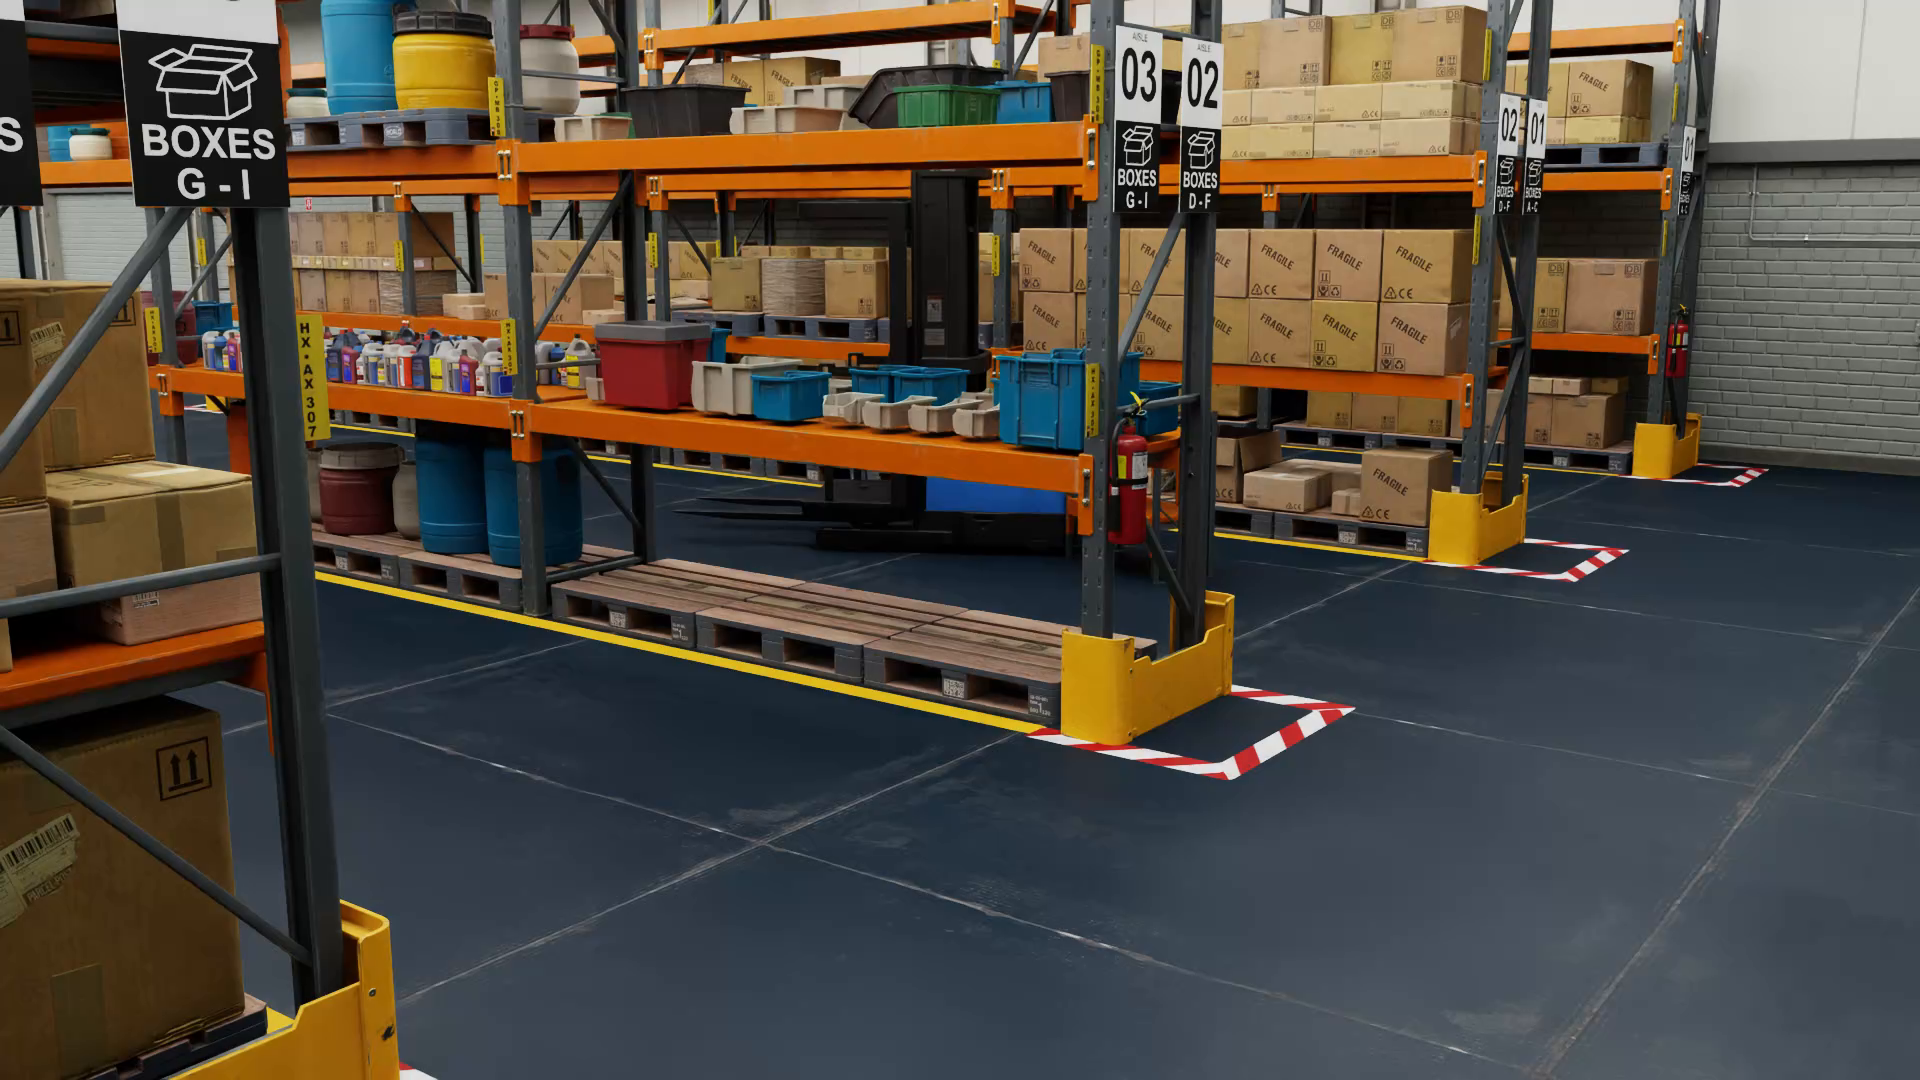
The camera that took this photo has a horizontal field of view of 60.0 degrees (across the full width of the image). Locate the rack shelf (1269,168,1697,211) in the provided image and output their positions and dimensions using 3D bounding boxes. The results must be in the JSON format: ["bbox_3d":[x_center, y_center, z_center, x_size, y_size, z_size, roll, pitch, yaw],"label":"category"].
[{"bbox_3d":[5.157,-3.492,16.681,4.000,0.370,1.077,8,13,36],"label":"rack shelf"}]

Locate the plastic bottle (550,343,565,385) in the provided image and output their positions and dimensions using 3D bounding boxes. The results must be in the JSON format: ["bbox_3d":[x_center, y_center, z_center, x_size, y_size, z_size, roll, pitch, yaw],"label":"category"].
[{"bbox_3d":[-2.651,-1.161,10.970,0.097,0.271,0.097,0,11,0],"label":"plastic bottle"}]

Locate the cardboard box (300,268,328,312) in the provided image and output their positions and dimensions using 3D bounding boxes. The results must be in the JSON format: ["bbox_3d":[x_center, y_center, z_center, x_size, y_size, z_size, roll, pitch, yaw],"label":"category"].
[{"bbox_3d":[-7.438,-3.009,19.923,0.500,0.500,0.700,8,14,37],"label":"cardboard box"}]

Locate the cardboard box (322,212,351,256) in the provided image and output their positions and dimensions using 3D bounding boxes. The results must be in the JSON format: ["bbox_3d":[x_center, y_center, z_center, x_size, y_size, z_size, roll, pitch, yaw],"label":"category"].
[{"bbox_3d":[-7.004,-3.586,19.491,0.500,0.500,0.700,8,13,36],"label":"cardboard box"}]

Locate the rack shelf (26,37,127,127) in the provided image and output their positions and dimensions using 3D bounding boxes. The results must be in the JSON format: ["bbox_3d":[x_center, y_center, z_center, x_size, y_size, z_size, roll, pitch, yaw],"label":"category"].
[{"bbox_3d":[-3.638,-1.217,4.922,4.000,0.370,1.077,8,13,36],"label":"rack shelf"}]

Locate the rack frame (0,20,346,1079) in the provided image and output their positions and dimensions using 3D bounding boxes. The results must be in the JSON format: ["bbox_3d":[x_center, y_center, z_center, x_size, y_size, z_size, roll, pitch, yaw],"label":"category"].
[{"bbox_3d":[-2.026,0.127,3.976,0.127,3.000,1.000,8,13,36],"label":"rack frame"}]

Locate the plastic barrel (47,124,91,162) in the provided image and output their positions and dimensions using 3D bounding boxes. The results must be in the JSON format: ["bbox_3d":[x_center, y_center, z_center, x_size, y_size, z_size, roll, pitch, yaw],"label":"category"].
[{"bbox_3d":[-7.174,-3.528,13.653,0.708,0.901,0.600,8,13,36],"label":"plastic barrel"}]

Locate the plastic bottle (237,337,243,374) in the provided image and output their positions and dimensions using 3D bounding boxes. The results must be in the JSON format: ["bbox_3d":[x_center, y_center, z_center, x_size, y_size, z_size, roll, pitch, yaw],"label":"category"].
[{"bbox_3d":[-5.012,-1.320,11.781,0.135,0.276,0.152,8,13,36],"label":"plastic bottle"}]

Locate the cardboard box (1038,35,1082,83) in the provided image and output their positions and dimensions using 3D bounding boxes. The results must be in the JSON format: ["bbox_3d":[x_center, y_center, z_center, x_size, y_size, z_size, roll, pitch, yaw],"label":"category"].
[{"bbox_3d":[1.031,-3.803,13.496,0.500,0.500,0.700,8,13,36],"label":"cardboard box"}]

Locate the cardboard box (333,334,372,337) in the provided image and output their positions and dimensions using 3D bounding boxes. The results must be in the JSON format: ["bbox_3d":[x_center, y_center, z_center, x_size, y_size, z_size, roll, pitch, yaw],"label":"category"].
[{"bbox_3d":[-7.633,-2.288,20.616,0.500,0.500,0.500,8,13,36],"label":"cardboard box"}]

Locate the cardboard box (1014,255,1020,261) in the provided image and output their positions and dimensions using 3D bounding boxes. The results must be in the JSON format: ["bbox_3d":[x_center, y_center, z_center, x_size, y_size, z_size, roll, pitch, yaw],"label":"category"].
[{"bbox_3d":[0.978,-3.098,19.548,0.500,0.500,0.500,9,14,37],"label":"cardboard box"}]

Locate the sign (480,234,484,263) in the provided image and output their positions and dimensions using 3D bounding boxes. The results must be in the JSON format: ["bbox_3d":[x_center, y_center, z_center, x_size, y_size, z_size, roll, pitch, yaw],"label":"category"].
[{"bbox_3d":[-5.518,-3.352,19.120,0.005,0.325,0.100,8,13,36],"label":"sign"}]

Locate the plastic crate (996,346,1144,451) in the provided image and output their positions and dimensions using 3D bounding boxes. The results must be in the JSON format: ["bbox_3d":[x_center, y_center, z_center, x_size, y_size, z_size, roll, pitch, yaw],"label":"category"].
[{"bbox_3d":[0.525,-0.687,7.934,0.499,0.435,0.616,8,13,36],"label":"plastic crate"}]

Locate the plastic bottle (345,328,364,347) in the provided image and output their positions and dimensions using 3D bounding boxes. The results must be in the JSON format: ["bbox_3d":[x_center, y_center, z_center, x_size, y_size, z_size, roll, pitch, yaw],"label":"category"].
[{"bbox_3d":[-4.159,-1.272,11.339,0.185,0.351,0.144,8,13,36],"label":"plastic bottle"}]

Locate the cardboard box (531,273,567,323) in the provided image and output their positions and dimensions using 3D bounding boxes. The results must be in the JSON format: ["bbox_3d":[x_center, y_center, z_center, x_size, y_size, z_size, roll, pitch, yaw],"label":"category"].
[{"bbox_3d":[-4.394,-2.583,17.721,0.500,0.500,0.500,8,14,36],"label":"cardboard box"}]

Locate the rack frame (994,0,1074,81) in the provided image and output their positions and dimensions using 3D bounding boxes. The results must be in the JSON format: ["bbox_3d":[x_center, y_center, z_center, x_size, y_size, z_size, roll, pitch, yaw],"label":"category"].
[{"bbox_3d":[0.616,-4.784,13.568,0.127,3.000,1.000,8,13,36],"label":"rack frame"}]

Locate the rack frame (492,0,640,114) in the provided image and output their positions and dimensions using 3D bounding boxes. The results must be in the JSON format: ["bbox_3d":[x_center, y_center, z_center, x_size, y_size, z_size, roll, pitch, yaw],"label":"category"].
[{"bbox_3d":[-2.319,-4.026,9.651,0.127,3.000,1.000,8,13,36],"label":"rack frame"}]

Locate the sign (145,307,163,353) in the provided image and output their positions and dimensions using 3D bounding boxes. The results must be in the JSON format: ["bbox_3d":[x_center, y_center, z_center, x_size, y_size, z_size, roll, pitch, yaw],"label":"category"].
[{"bbox_3d":[-5.863,-1.526,12.090,0.005,0.325,0.100,8,13,36],"label":"sign"}]

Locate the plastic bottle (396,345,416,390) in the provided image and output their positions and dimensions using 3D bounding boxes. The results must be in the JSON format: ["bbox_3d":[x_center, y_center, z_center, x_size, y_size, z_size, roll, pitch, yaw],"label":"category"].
[{"bbox_3d":[-3.529,-1.113,10.711,0.135,0.276,0.152,8,13,36],"label":"plastic bottle"}]

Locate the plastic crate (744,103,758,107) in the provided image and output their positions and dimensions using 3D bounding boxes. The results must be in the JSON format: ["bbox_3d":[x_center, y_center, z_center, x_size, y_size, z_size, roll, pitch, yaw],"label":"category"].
[{"bbox_3d":[-1.396,-2.418,9.675,0.300,0.233,0.416,8,13,36],"label":"plastic crate"}]

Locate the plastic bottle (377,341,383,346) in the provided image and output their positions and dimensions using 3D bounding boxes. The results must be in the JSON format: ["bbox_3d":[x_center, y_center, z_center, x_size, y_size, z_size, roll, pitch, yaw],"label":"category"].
[{"bbox_3d":[-4.225,-1.346,12.111,0.097,0.201,0.097,0,11,0],"label":"plastic bottle"}]

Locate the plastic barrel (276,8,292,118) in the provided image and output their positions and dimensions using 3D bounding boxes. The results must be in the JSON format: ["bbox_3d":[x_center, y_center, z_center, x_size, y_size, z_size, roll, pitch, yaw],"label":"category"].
[{"bbox_3d":[-5.087,-3.356,11.847,0.708,0.830,0.600,8,13,36],"label":"plastic barrel"}]

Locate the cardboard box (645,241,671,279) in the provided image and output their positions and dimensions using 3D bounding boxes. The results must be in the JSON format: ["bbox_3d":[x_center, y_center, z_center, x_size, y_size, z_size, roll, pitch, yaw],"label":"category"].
[{"bbox_3d":[-4.272,-3.921,23.267,0.500,0.500,0.500,7,13,34],"label":"cardboard box"}]

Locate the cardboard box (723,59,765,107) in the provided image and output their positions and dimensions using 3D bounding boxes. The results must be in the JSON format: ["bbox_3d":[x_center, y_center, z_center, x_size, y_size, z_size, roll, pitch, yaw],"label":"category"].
[{"bbox_3d":[-1.849,-4.194,15.518,0.500,0.500,0.500,8,13,36],"label":"cardboard box"}]

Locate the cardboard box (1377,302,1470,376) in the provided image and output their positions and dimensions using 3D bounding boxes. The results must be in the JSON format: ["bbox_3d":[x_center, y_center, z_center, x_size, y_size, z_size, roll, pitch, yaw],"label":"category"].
[{"bbox_3d":[3.318,-1.447,11.849,0.500,0.500,0.500,8,14,37],"label":"cardboard box"}]

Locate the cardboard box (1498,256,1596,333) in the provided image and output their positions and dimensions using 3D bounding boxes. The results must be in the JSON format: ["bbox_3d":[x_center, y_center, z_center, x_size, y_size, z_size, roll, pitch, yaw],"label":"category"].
[{"bbox_3d":[5.759,-2.431,16.410,0.700,0.700,0.980,8,13,35],"label":"cardboard box"}]

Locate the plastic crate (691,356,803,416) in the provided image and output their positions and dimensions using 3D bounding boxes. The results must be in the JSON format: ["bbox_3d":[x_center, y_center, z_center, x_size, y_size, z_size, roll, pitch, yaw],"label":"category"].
[{"bbox_3d":[-1.197,-0.852,9.193,0.530,0.282,0.437,8,13,36],"label":"plastic crate"}]

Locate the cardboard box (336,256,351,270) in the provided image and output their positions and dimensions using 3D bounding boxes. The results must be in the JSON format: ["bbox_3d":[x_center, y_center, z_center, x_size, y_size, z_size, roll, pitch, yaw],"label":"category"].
[{"bbox_3d":[-6.997,-3.218,19.297,0.250,0.149,0.380,8,13,35],"label":"cardboard box"}]

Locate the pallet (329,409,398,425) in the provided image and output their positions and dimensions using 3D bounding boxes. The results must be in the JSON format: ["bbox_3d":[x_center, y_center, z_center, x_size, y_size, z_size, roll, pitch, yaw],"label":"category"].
[{"bbox_3d":[-7.435,-1.602,20.256,1.213,0.211,1.003,8,13,36],"label":"pallet"}]

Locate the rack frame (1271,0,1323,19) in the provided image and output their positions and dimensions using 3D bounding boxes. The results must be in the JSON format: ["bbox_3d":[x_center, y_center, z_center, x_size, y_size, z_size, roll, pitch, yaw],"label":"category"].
[{"bbox_3d":[3.545,-5.543,17.490,0.127,3.000,1.000,8,13,36],"label":"rack frame"}]

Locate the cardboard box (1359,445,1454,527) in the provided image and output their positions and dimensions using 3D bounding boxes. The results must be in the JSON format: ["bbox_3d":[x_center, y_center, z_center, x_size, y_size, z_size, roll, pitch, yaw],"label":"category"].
[{"bbox_3d":[3.256,-0.401,12.130,0.500,0.500,0.500,8,13,36],"label":"cardboard box"}]

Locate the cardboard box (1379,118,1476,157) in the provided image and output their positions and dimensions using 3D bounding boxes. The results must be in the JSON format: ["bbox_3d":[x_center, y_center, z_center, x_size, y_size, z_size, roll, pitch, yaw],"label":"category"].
[{"bbox_3d":[3.270,-2.806,11.633,0.500,0.250,0.500,8,13,36],"label":"cardboard box"}]

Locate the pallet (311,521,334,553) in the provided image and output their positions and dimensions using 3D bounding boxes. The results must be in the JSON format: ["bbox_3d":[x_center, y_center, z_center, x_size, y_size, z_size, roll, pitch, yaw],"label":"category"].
[{"bbox_3d":[-4.883,-0.079,12.385,1.213,0.211,1.003,8,13,36],"label":"pallet"}]

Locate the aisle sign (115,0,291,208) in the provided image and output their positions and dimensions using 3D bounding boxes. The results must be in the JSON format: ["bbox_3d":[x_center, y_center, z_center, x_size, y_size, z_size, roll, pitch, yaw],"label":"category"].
[{"bbox_3d":[-1.791,-1.187,3.925,0.004,0.787,0.394,8,13,36],"label":"aisle sign"}]

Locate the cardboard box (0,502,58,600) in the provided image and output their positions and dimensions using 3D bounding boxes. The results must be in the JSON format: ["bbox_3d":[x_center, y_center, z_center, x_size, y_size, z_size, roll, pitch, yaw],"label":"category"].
[{"bbox_3d":[-2.574,0.041,4.034,0.500,0.250,0.500,8,13,35],"label":"cardboard box"}]

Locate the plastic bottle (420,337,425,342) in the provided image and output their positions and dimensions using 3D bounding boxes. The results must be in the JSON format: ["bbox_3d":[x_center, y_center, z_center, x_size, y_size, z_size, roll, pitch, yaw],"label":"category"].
[{"bbox_3d":[-3.719,-1.275,11.564,0.097,0.271,0.097,0,11,0],"label":"plastic bottle"}]

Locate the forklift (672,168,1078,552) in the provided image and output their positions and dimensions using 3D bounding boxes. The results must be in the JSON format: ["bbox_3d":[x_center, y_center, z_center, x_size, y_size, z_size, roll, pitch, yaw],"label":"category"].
[{"bbox_3d":[-0.617,-1.457,12.342,3.031,2.935,1.130,2,11,8],"label":"forklift"}]

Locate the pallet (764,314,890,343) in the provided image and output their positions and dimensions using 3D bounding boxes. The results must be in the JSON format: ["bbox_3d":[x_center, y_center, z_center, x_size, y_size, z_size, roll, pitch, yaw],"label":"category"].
[{"bbox_3d":[-1.038,-1.976,15.354,1.213,0.211,1.003,8,13,36],"label":"pallet"}]

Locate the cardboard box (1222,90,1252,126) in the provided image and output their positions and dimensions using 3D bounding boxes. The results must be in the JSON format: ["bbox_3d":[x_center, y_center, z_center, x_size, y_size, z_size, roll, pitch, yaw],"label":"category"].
[{"bbox_3d":[2.065,-3.221,12.461,0.500,0.250,0.500,8,13,36],"label":"cardboard box"}]

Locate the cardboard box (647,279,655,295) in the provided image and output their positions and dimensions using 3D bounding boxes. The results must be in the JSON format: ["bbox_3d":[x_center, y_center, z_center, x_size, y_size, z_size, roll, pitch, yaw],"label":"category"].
[{"bbox_3d":[-4.275,-3.552,23.333,0.500,0.250,0.500,8,13,35],"label":"cardboard box"}]

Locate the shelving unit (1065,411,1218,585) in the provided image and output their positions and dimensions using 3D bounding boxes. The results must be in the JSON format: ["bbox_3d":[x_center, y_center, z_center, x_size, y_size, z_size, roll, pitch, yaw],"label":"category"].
[{"bbox_3d":[1.230,-0.365,11.453,0.538,1.125,1.048,-6,13,-30],"label":"shelving unit"}]

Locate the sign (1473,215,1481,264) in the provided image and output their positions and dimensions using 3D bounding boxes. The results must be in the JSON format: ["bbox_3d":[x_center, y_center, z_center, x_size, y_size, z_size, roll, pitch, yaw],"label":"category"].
[{"bbox_3d":[3.496,-2.030,11.246,0.005,0.325,0.100,8,13,36],"label":"sign"}]

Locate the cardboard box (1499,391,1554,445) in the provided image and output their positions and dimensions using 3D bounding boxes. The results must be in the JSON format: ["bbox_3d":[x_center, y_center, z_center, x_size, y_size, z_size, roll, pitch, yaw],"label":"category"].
[{"bbox_3d":[5.743,-1.247,16.552,0.500,0.500,0.700,8,13,35],"label":"cardboard box"}]

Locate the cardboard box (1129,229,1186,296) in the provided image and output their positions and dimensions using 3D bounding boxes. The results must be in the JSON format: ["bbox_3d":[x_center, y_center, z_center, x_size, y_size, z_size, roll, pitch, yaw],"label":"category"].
[{"bbox_3d":[1.660,-2.167,12.938,0.500,0.500,0.500,7,13,34],"label":"cardboard box"}]

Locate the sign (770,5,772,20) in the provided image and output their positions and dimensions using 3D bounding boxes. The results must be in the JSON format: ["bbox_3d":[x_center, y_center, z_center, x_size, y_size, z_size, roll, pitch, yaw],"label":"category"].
[{"bbox_3d":[-2.579,-7.064,22.478,0.005,0.325,0.100,8,13,36],"label":"sign"}]

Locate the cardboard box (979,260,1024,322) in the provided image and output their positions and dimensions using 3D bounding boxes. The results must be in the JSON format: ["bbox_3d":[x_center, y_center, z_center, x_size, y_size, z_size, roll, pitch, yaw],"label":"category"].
[{"bbox_3d":[0.367,-2.182,14.541,0.500,0.500,0.700,3,11,16],"label":"cardboard box"}]

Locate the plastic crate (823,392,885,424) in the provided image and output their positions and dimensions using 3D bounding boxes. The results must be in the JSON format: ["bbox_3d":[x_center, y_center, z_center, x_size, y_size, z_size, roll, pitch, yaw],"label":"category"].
[{"bbox_3d":[-0.573,-0.688,8.726,0.250,0.136,0.298,8,13,36],"label":"plastic crate"}]

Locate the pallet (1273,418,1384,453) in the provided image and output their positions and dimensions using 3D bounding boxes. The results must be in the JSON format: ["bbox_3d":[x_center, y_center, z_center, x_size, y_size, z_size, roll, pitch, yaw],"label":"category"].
[{"bbox_3d":[4.112,-1.131,17.821,1.213,0.211,1.003,8,13,36],"label":"pallet"}]

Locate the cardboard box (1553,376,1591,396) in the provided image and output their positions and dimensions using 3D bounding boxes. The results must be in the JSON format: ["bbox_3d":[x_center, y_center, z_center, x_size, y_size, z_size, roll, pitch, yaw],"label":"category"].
[{"bbox_3d":[5.935,-1.495,16.130,0.250,0.149,0.380,8,13,35],"label":"cardboard box"}]

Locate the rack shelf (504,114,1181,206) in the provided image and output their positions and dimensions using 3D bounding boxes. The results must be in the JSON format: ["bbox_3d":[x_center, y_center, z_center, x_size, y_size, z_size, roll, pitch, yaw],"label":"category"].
[{"bbox_3d":[-0.707,-1.976,8.842,4.000,0.370,1.077,8,13,36],"label":"rack shelf"}]
